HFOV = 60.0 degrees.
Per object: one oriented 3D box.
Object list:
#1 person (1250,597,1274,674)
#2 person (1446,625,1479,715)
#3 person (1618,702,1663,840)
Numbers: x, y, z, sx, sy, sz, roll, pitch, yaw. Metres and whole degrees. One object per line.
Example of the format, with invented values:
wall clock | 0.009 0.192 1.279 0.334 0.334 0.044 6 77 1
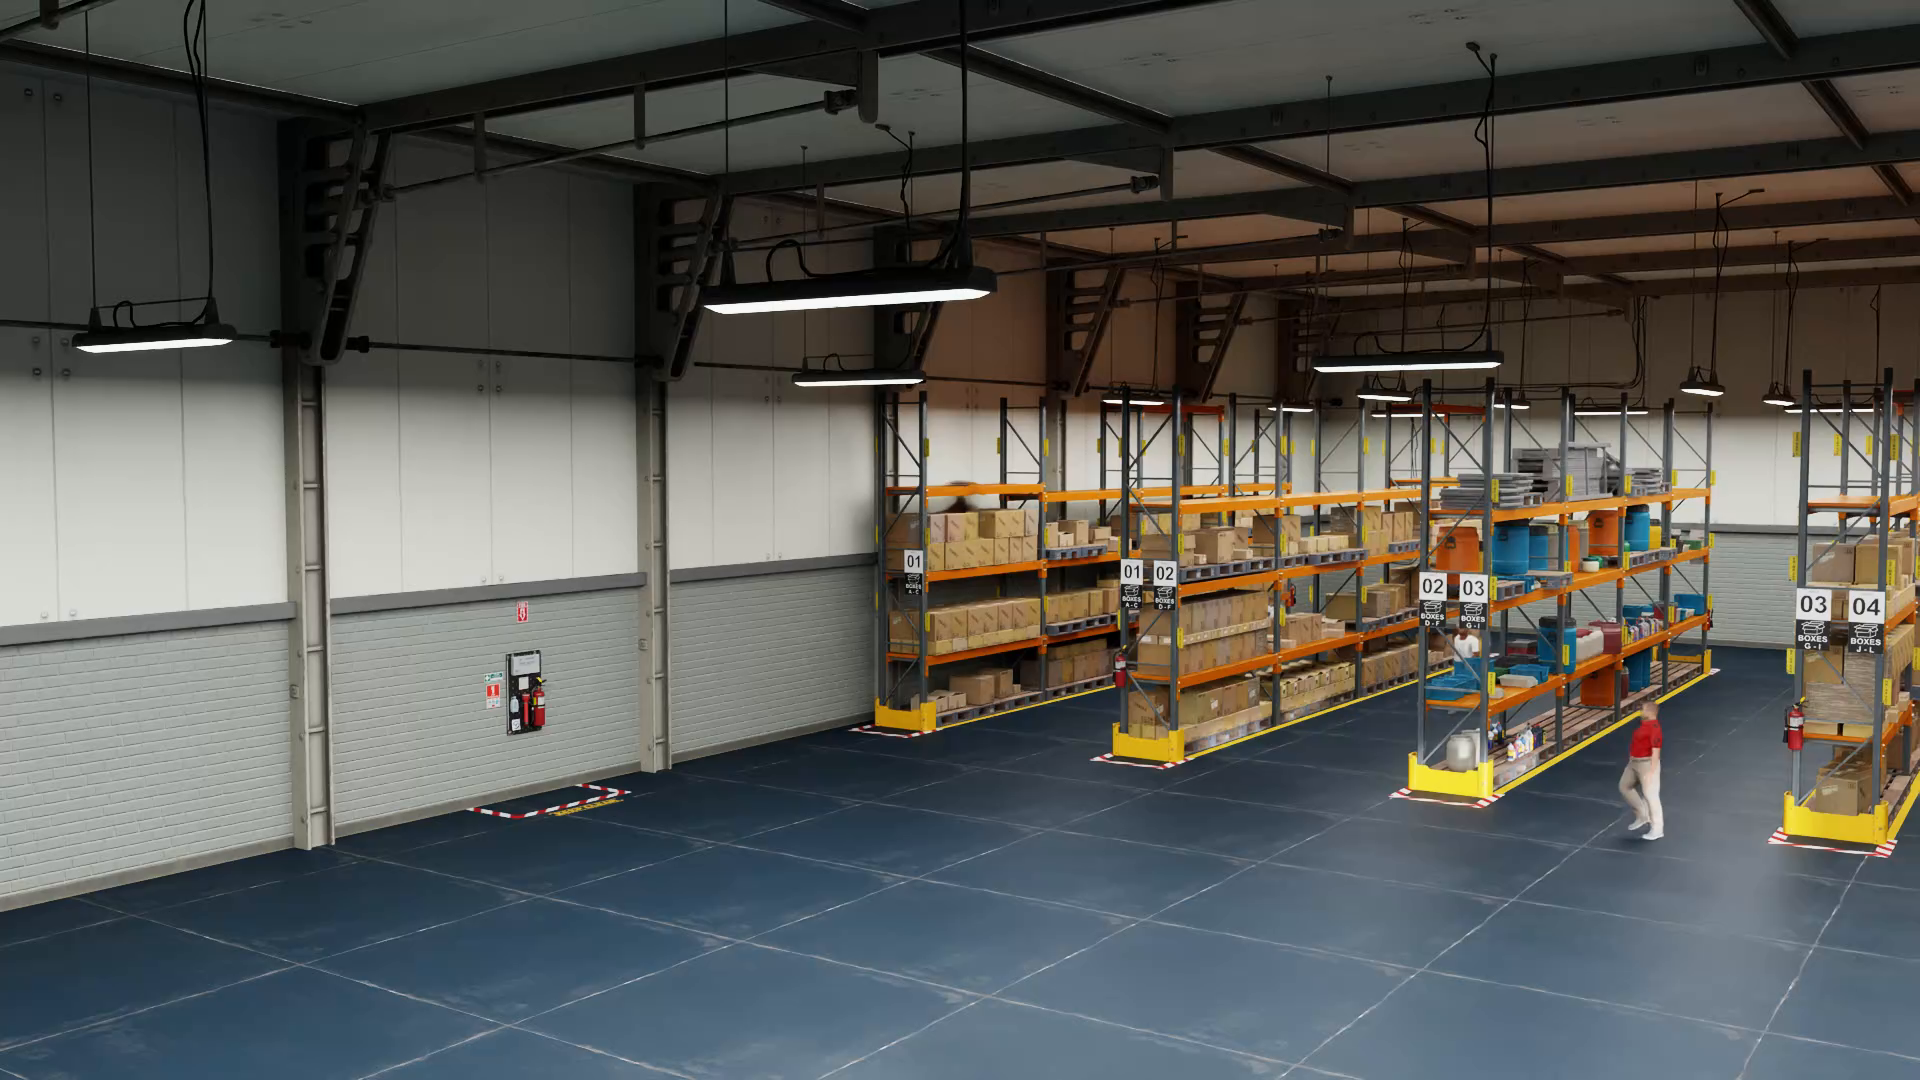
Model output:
person | 6.774 2.101 36.924 0.614 1.767 0.985 2 4 33
person | 9.561 2.400 31.503 0.572 1.746 1.003 2 4 34
person | 8.830 2.945 21.434 0.396 1.738 0.657 -1 3 -9
